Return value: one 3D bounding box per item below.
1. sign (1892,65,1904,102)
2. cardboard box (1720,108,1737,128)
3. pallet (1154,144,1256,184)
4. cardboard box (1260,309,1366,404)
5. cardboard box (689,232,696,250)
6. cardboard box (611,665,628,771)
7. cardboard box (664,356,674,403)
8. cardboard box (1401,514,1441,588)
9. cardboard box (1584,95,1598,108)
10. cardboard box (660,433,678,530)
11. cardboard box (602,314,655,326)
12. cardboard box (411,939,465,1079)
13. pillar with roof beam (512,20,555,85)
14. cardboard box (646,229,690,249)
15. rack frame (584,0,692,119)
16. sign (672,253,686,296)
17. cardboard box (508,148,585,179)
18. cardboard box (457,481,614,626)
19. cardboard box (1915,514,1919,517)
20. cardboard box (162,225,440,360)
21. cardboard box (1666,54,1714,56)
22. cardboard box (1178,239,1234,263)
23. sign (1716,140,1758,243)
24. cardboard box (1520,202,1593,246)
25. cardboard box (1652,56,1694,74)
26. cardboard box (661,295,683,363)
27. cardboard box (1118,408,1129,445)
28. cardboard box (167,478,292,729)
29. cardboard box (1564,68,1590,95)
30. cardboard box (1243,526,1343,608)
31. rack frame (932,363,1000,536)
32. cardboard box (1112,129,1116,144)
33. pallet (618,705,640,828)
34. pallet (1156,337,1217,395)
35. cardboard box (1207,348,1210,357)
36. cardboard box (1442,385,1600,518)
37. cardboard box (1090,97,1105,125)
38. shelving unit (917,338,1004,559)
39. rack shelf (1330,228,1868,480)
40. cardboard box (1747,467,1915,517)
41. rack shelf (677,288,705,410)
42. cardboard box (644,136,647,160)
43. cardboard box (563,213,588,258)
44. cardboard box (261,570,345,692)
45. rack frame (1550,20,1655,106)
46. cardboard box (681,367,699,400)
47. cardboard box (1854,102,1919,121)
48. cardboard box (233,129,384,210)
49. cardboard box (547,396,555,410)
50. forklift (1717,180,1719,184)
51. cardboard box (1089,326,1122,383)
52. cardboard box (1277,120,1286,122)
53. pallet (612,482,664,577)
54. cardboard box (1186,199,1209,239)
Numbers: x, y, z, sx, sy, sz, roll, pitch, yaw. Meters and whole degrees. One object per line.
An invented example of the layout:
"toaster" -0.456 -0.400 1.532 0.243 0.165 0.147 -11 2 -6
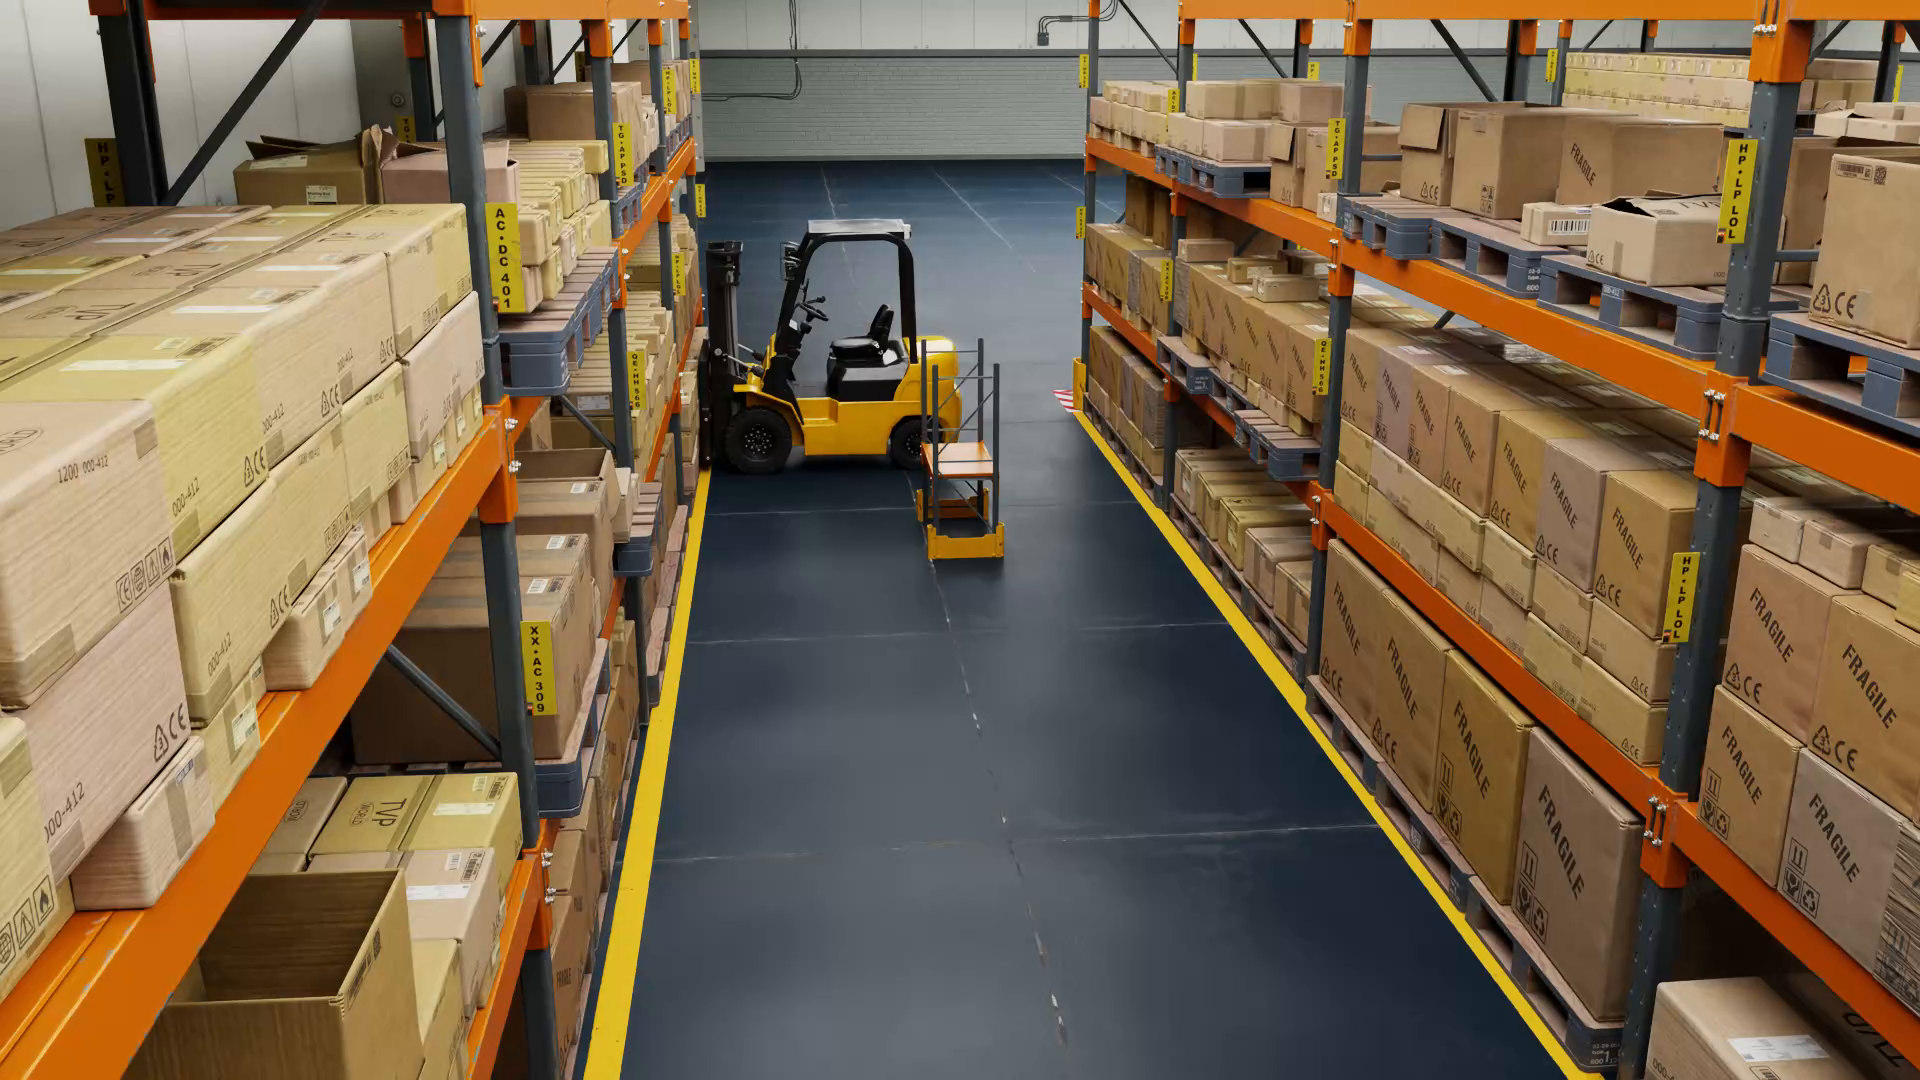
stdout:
"sign" 7.654 -3.719 13.620 0.100 0.325 0.005 -2 18 -6
"cardboard box" 6.734 -3.605 14.195 0.380 0.149 0.250 -1 17 -5
"pallet" 2.160 -2.843 12.531 1.213 0.211 1.003 -2 18 -6
"cardboard box" 2.227 -1.168 10.524 0.500 0.500 0.500 -2 18 -7
"cardboard box" -2.777 -2.913 16.199 0.380 0.149 0.250 -1 17 -5
"cardboard box" -2.023 0.918 8.716 0.500 0.500 0.500 -2 18 -6
"cardboard box" -2.365 -1.171 12.150 0.500 0.250 0.500 -2 18 -6
"cardboard box" 2.534 0.037 8.302 0.500 0.250 0.500 -1 17 -4
"cardboard box" 6.472 -4.360 16.602 0.380 0.149 0.250 -2 18 -5
"cardboard box" -2.670 -0.447 12.855 0.875 0.625 0.625 -1 17 -3
"cardboard box" -2.337 -1.492 11.670 0.380 0.149 0.250 -2 18 -7
"cardboard box" -1.510 1.221 4.035 0.500 0.250 0.500 -2 18 -6
"pillar with roof beam" 0.310 -5.486 15.628 9.100 9.000 0.400 -2 18 -6
"cardboard box" -2.669 -2.748 15.175 0.380 0.149 0.250 -1 17 -5
"rack frame" -3.147 -5.588 15.954 1.000 3.000 0.127 -2 18 -6
"sign" -2.196 -2.069 12.958 0.100 0.325 0.005 -2 18 -6
"cardboard box" -1.992 -1.782 7.925 0.380 0.149 0.250 -2 18 -7
"cardboard box" -1.871 0.062 7.104 0.700 0.500 0.500 -2 18 -6
"cardboard box" 3.376 -0.058 5.434 0.380 0.149 0.250 -2 18 -7
"cardboard box" -1.557 -0.597 3.982 0.500 0.250 0.500 -2 18 -7
"cardboard box" 7.154 -4.686 16.306 0.380 0.149 0.250 -1 17 -5
"cardboard box" 1.899 -2.237 12.848 0.380 0.149 0.250 -2 18 -6
"sign" 2.489 -1.114 5.320 0.100 0.325 0.005 -2 18 -6
"cardboard box" 2.683 -1.384 7.259 0.380 0.166 0.250 0 17 -1
"cardboard box" 6.604 -4.363 15.280 0.380 0.149 0.250 -2 17 -5
"cardboard box" -2.521 -1.722 13.488 0.500 0.500 0.500 -2 18 -7
"cardboard box" 1.761 -1.055 15.420 0.500 0.250 0.500 -2 17 -5
"cardboard box" -1.384 0.095 2.612 0.500 0.250 0.500 -2 18 -7
"cardboard box" 6.497 -4.661 16.895 0.500 0.250 0.500 -2 18 -6
"cardboard box" 2.482 0.168 11.320 0.950 0.372 0.625 -2 18 -7
"rack frame" 0.044 -0.590 12.551 0.500 1.500 0.032 -2 18 -6
"cardboard box" 1.660 -3.855 15.859 0.380 0.149 0.250 -2 18 -6
"pallet" -2.283 1.211 8.966 1.003 0.211 1.213 -2 18 -6
"pallet" 2.136 -1.365 12.838 1.003 0.211 1.213 -2 18 -6
"cardboard box" 2.067 -1.438 12.468 0.380 0.149 0.250 -1 17 -2
"cardboard box" 2.570 -0.415 7.654 0.500 0.500 0.500 -1 17 -5
"cardboard box" 1.577 -4.224 16.370 0.500 0.250 0.500 -2 18 -7
"shelving unit" -0.008 -0.738 13.025 0.587 1.500 1.083 -2 18 -6
"rack shelf" 2.821 -0.989 7.513 1.077 0.370 4.000 -2 18 -6
"cardboard box" 3.268 0.030 6.238 0.500 0.500 0.500 -2 17 -5
"rack shelf" -2.941 -1.787 15.062 1.077 0.370 4.000 -2 18 -6
"cardboard box" -2.240 -2.546 10.822 0.380 0.149 0.250 -2 18 -6
"cardboard box" -1.670 -1.192 6.509 0.380 0.149 0.250 -1 17 -4
"cardboard box" -1.360 0.168 3.047 0.380 0.149 0.250 -2 18 -6
"rack frame" 6.703 -5.926 17.029 1.000 3.000 0.127 -2 18 -6
"cardboard box" -2.578 -1.354 14.703 0.500 0.250 0.500 -1 17 -4
"cardboard box" 7.347 -3.274 12.972 0.500 0.250 0.500 -2 17 -5
"cardboard box" -2.009 -1.139 5.152 0.396 0.266 0.258 -2 18 -6
"cardboard box" -2.699 -0.787 10.092 0.500 0.250 0.500 -2 18 -5
"forklift" 5.423 -1.065 11.678 3.031 2.935 1.130 -9 20 -27
"cardboard box" 1.601 -1.871 16.766 0.500 0.500 0.500 -2 18 -7
"cardboard box" 2.505 -2.776 11.554 0.500 0.250 0.500 -2 17 -5
"pallet" -2.182 -0.051 8.653 1.213 0.211 1.003 -2 18 -6
"cardboard box" 2.342 -2.646 14.265 0.700 0.500 0.500 -2 18 -5
